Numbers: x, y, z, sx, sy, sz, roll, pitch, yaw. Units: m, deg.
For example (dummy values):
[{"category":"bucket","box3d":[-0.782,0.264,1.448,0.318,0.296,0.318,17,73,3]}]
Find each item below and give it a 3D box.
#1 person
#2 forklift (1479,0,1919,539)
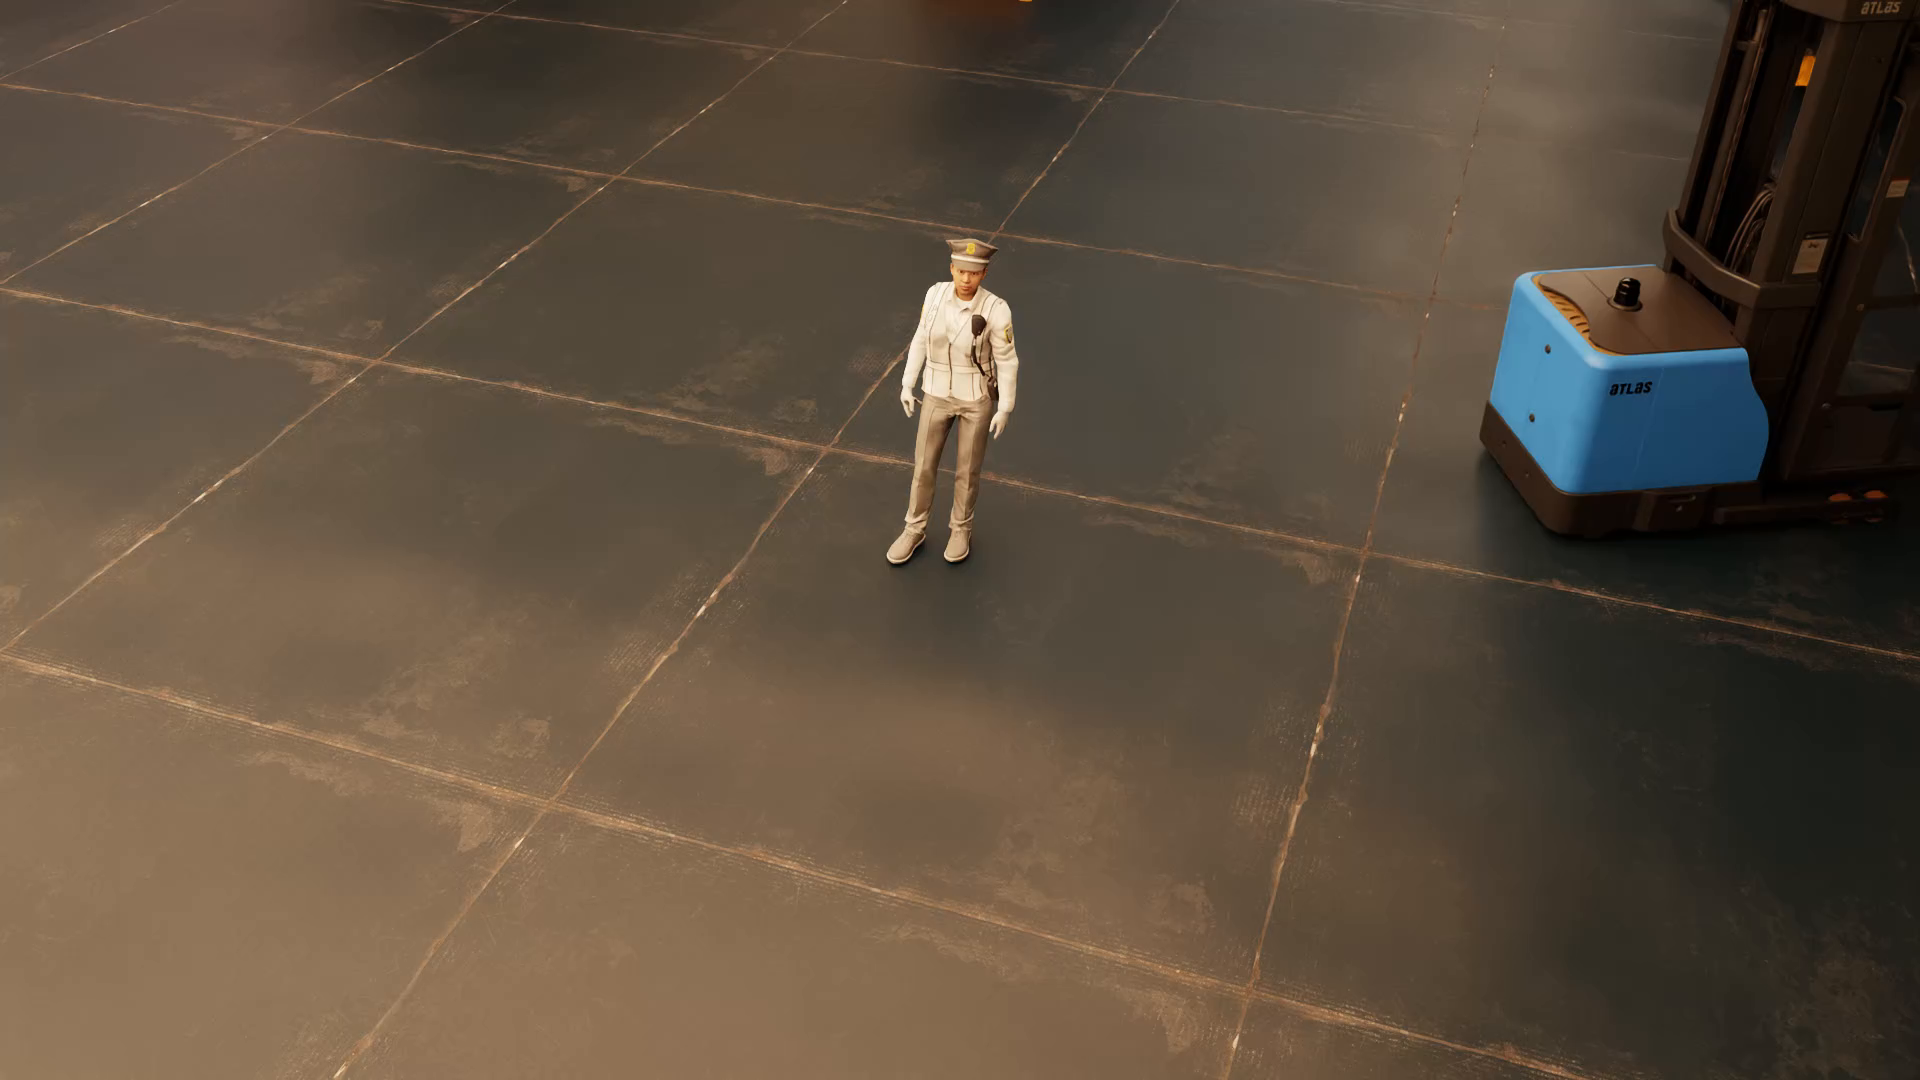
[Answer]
[{"category":"person","box3d":[-0.028,-0.662,8.101,0.587,1.696,0.534,12,37,16]},{"category":"forklift","box3d":[4.472,-1.575,8.333,3.031,2.935,1.130,-4,36,-6]}]
